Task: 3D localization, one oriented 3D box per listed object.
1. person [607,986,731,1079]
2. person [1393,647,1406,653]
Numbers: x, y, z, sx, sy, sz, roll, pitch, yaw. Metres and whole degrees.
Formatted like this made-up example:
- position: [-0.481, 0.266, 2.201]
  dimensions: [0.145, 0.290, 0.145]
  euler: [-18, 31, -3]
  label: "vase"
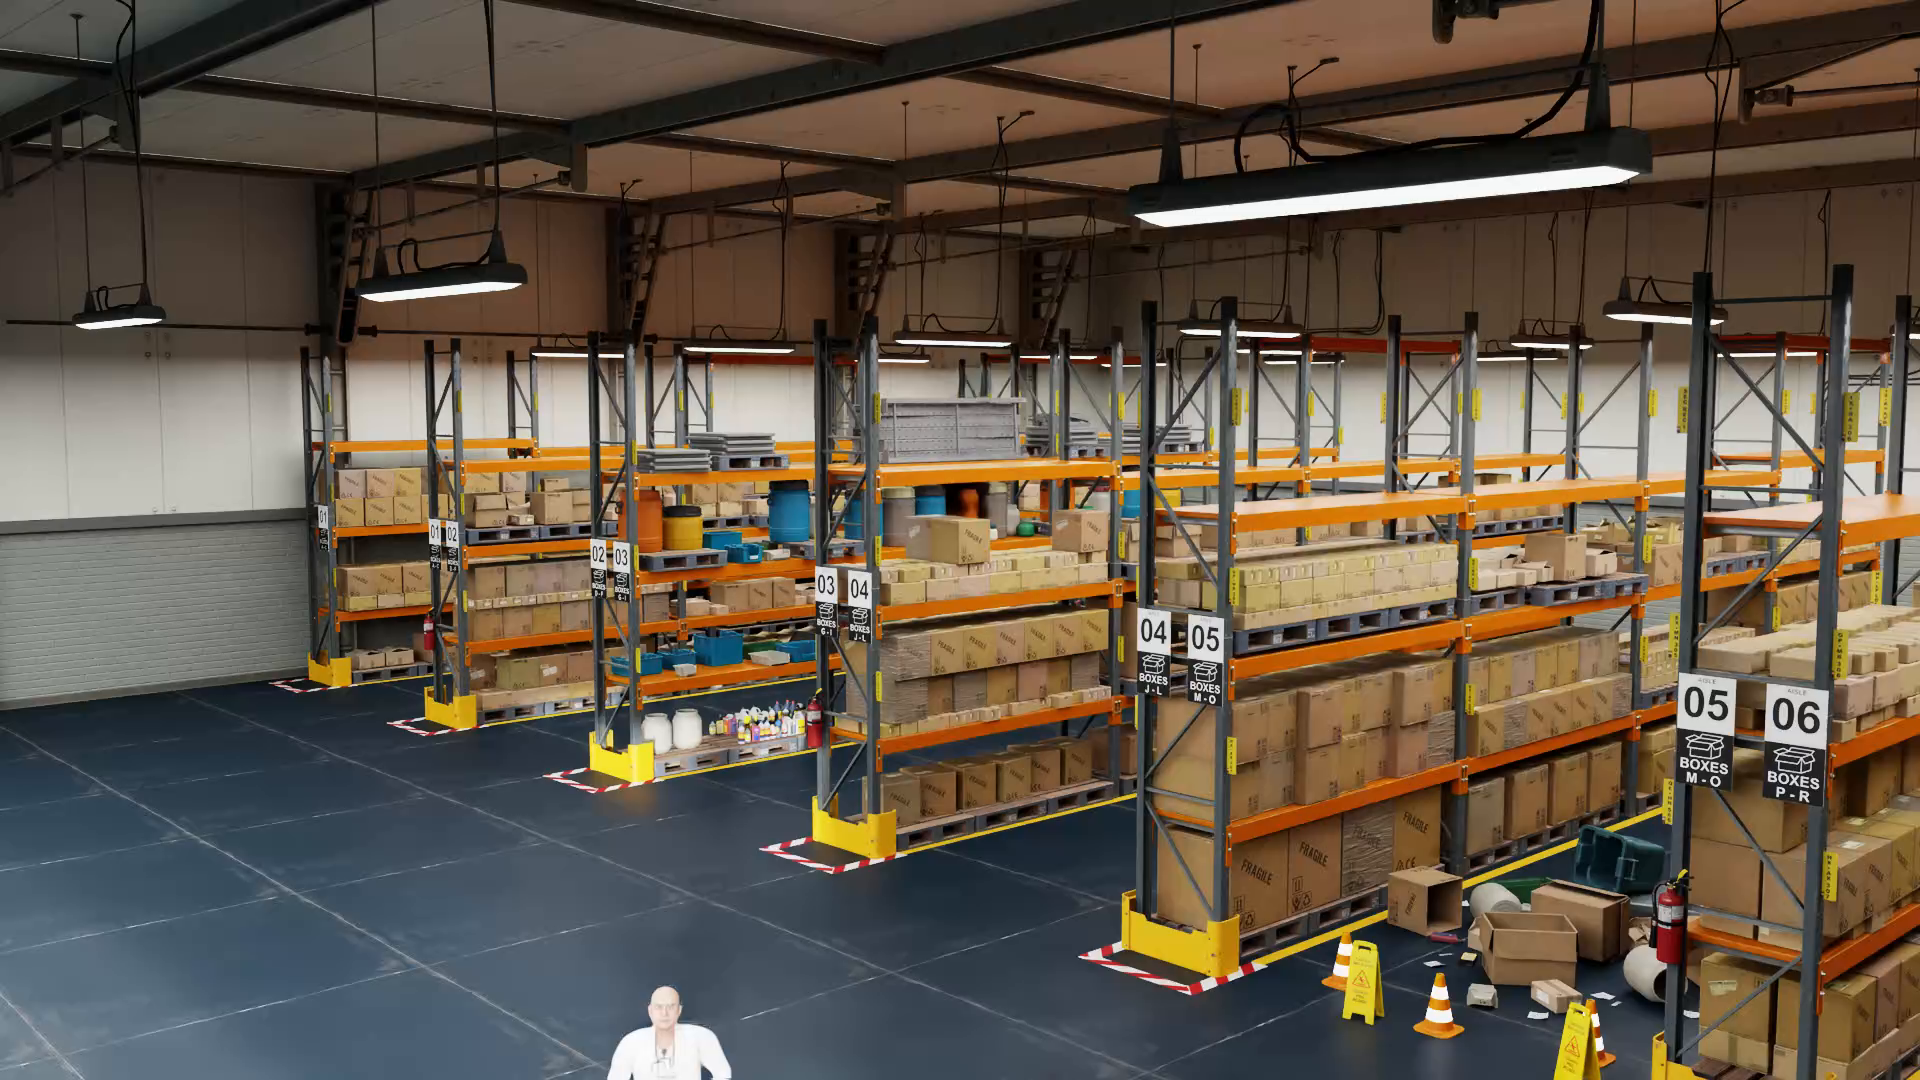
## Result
- position: [-1.710, 3.505, 9.796]
  dimensions: [0.722, 1.647, 0.711]
  euler: [-1, 5, -10]
  label: "person"
- position: [6.266, 2.214, 23.742]
  dimensions: [0.575, 1.728, 0.706]
  euler: [-4, 7, -40]
  label: "person"
